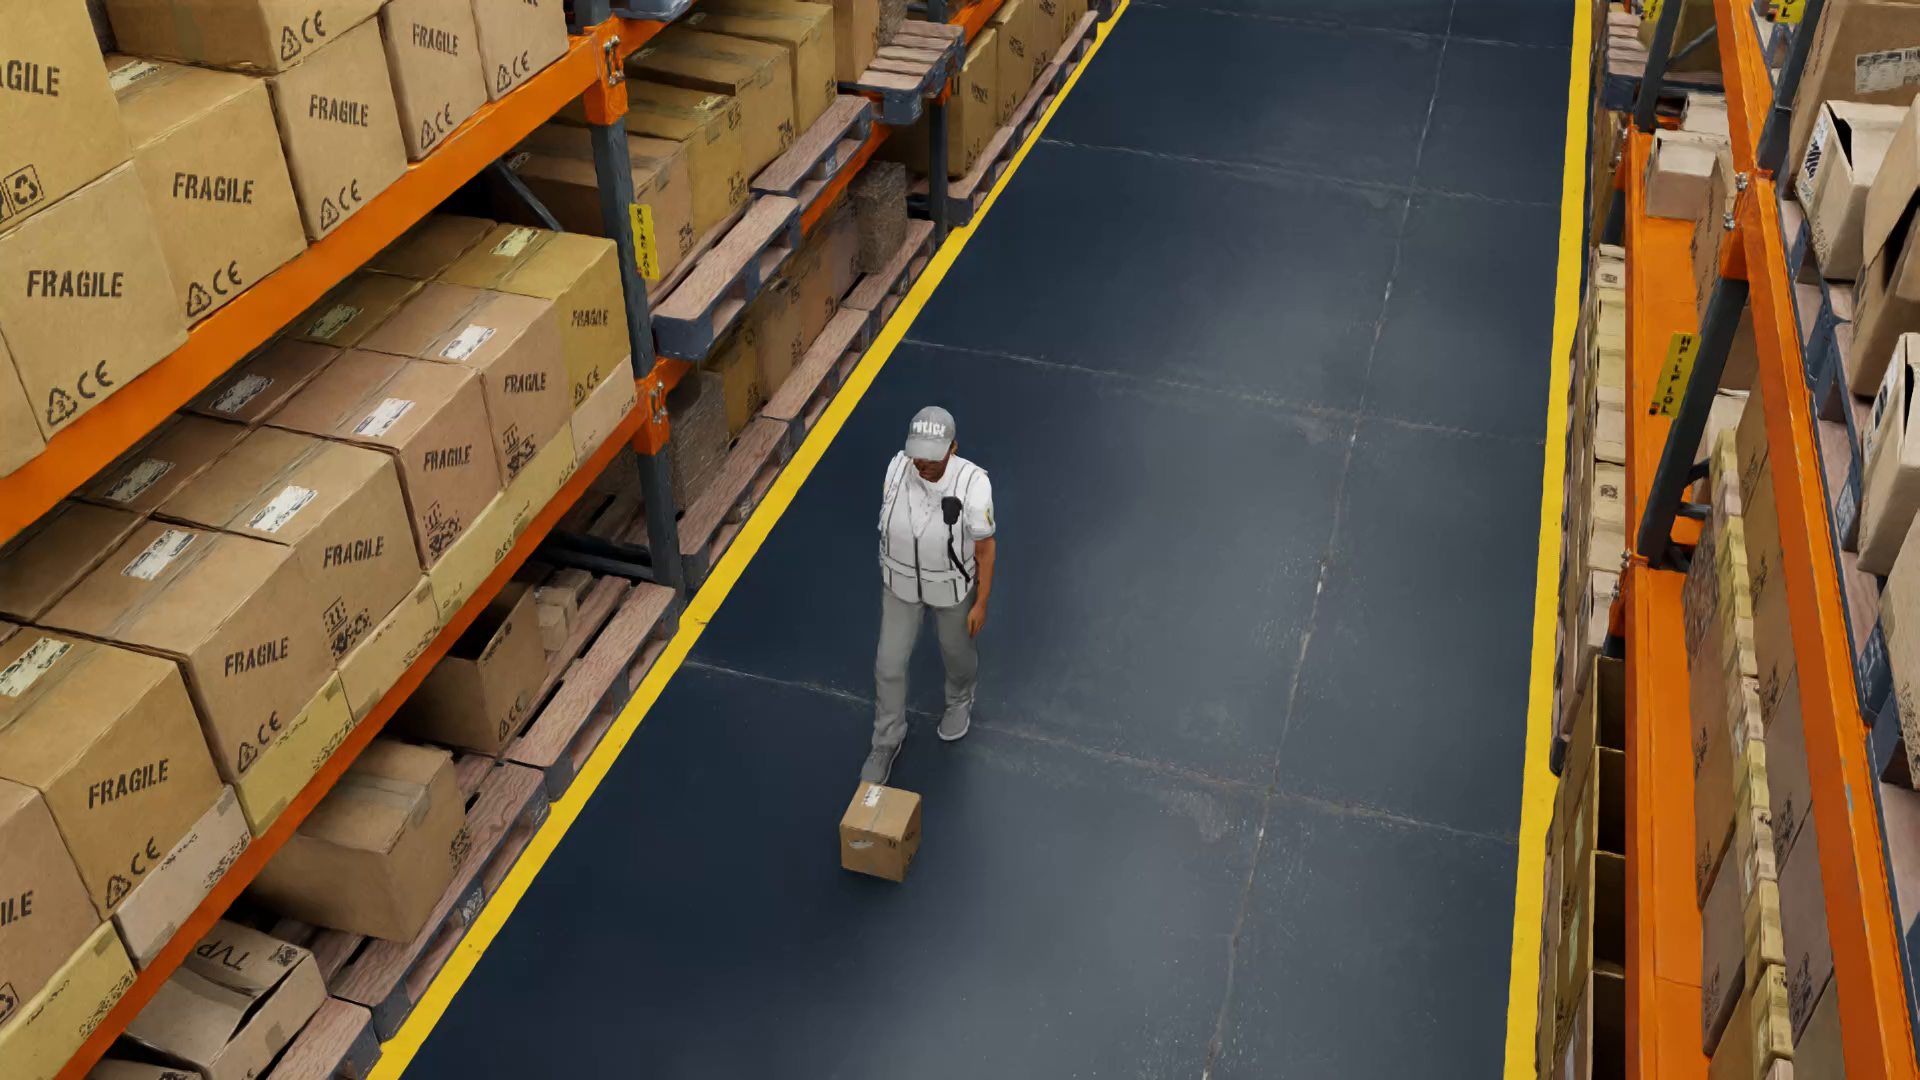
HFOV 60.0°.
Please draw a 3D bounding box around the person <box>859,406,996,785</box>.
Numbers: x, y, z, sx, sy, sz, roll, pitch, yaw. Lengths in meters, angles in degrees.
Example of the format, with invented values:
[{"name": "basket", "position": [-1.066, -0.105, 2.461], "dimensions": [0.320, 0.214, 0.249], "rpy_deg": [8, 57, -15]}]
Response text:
[{"name": "person", "position": [-0.114, 0.219, 6.577], "dimensions": [0.489, 1.655, 0.667], "rpy_deg": [10, 38, 13]}]
